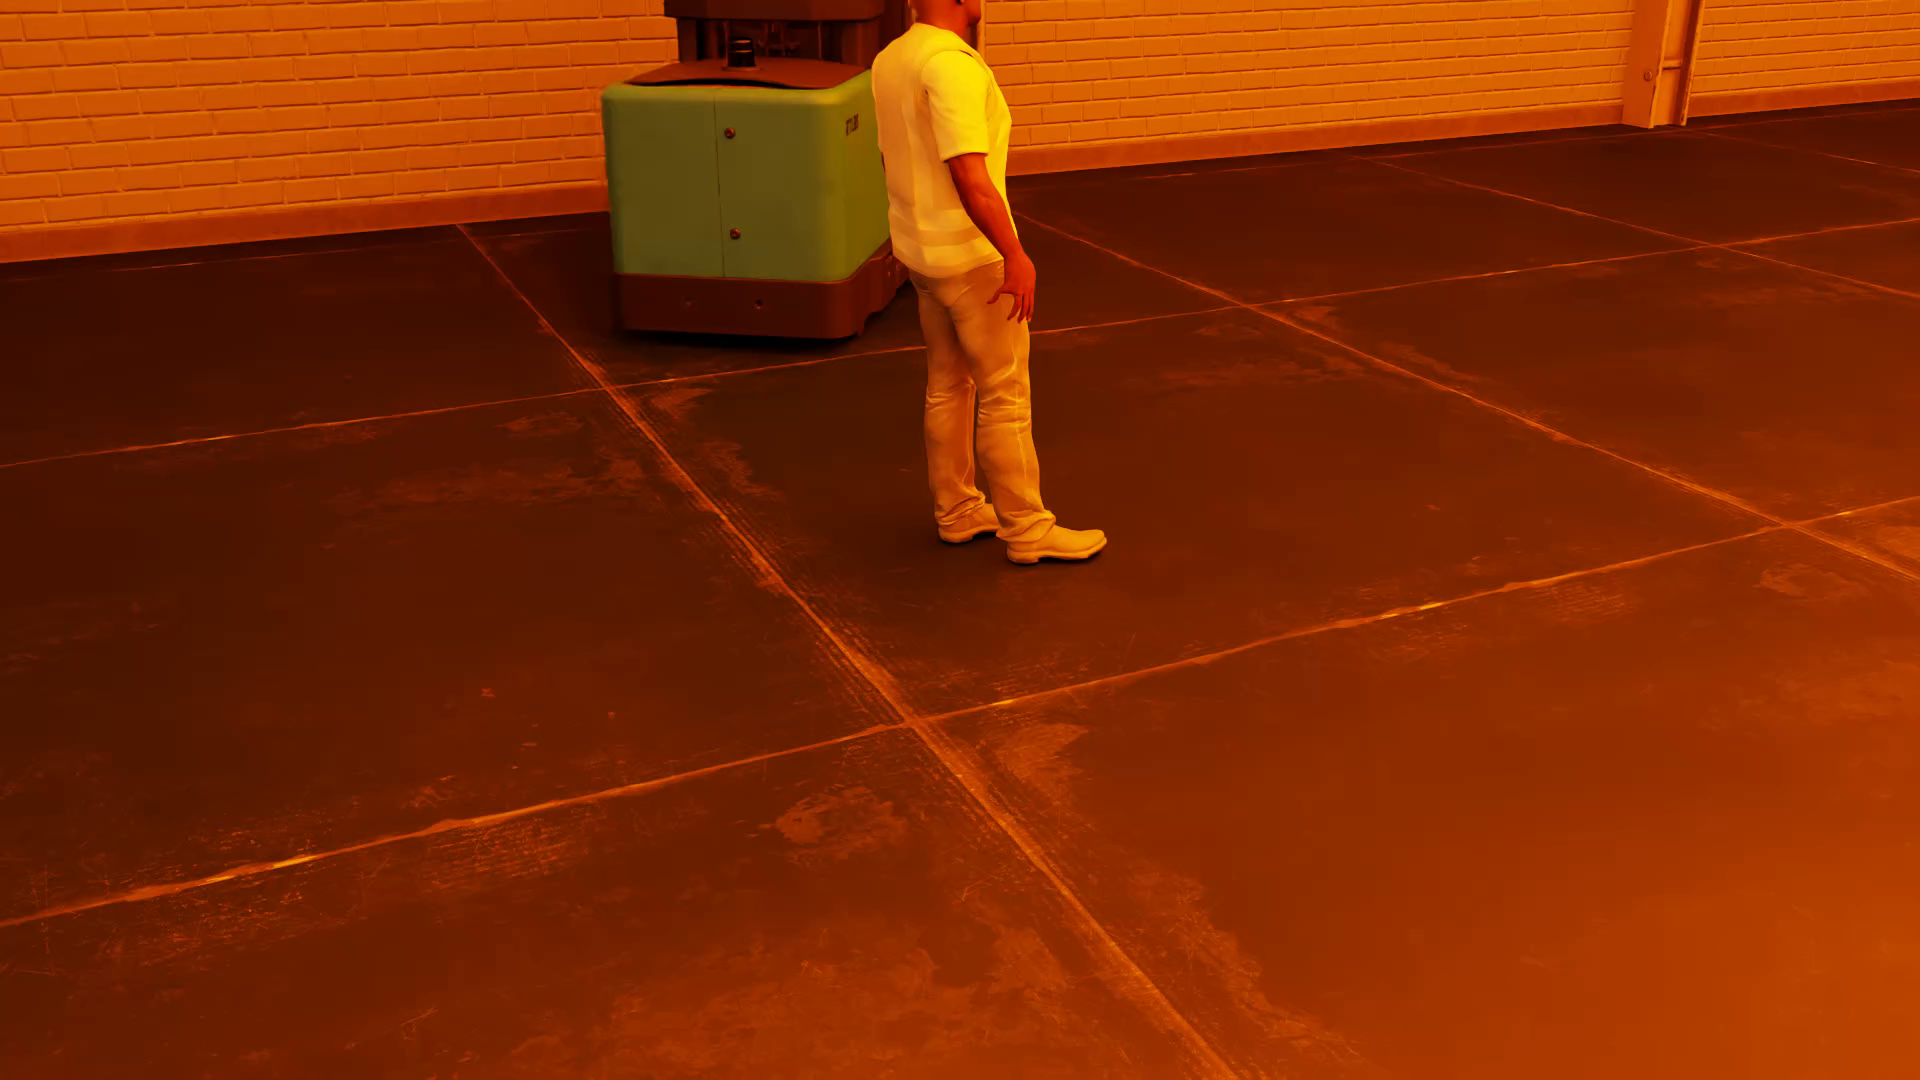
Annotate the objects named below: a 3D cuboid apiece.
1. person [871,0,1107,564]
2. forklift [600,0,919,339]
[{"bbox_3d":[0.065,-0.831,4.787,0.577,1.765,0.665,-10,25,-23],"label":"person"},{"bbox_3d":[-0.725,-2.725,7.845,1.130,2.935,3.031,4,23,9],"label":"forklift"}]
